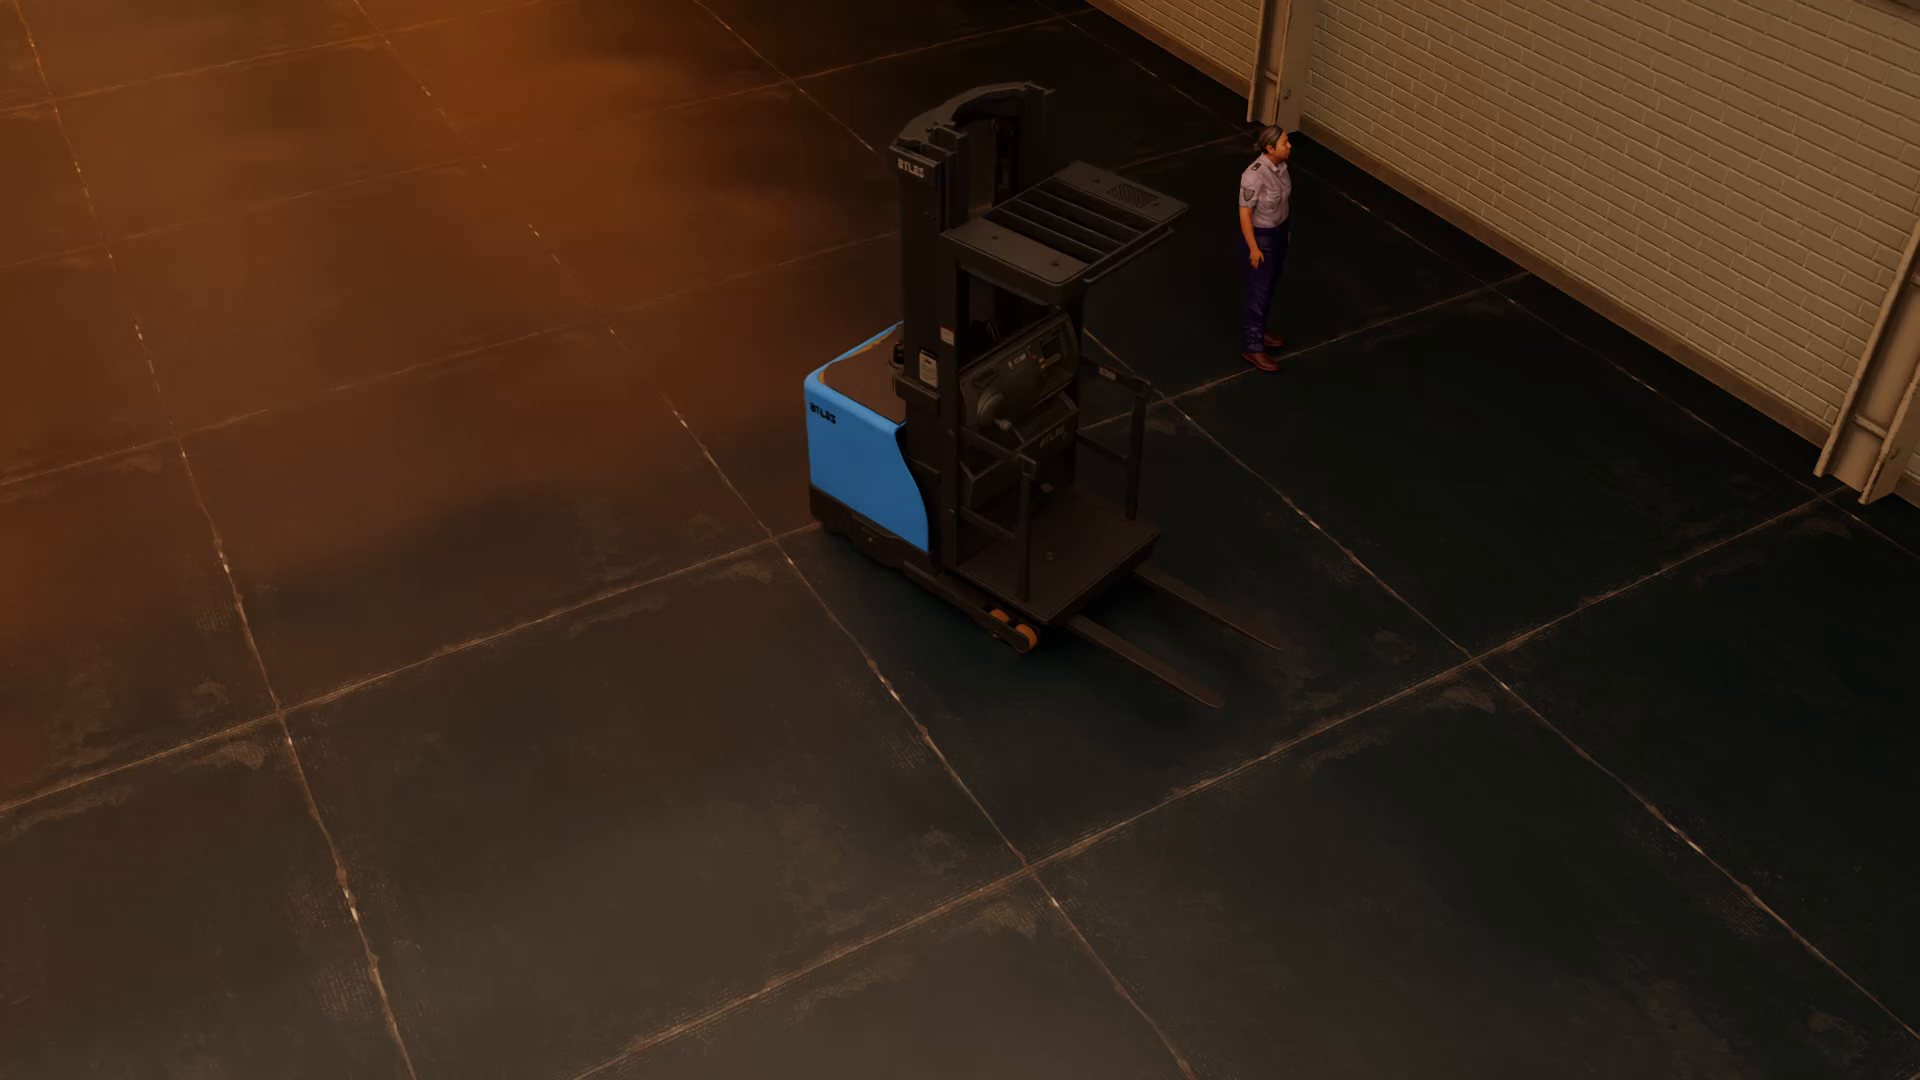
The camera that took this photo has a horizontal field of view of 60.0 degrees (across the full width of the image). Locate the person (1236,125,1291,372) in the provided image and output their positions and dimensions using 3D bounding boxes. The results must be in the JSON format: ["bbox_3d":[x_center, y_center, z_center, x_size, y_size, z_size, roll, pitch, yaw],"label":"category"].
[{"bbox_3d":[2.177,-2.042,11.493,0.503,1.651,0.597,23,45,25],"label":"person"}]

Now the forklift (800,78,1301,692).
[{"bbox_3d":[0.523,-0.887,9.105,3.031,2.935,1.130,26,46,28],"label":"forklift"}]
